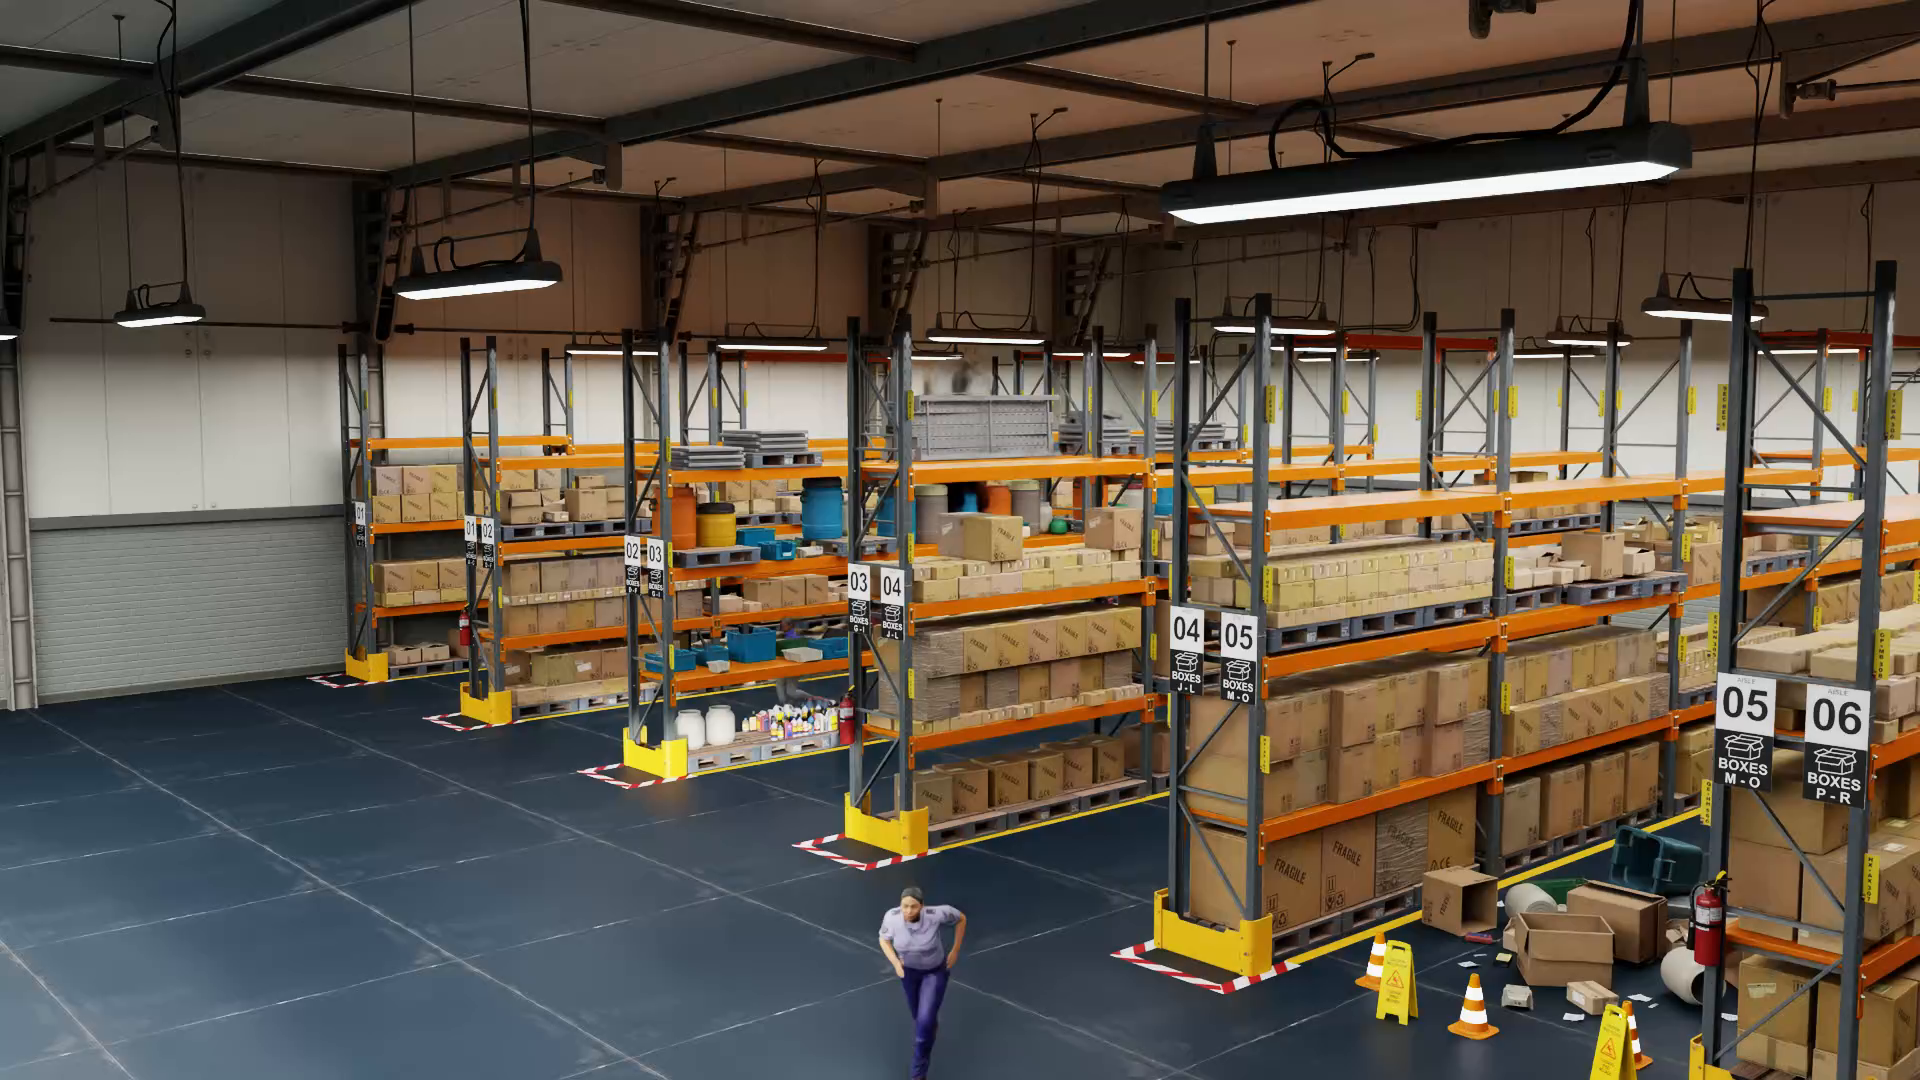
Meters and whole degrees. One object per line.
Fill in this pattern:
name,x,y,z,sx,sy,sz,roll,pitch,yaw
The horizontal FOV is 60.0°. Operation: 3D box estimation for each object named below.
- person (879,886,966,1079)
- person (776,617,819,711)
person,-0.261,3.293,12.538,0.648,1.612,0.963,1,5,10
person,-2.611,2.001,26.176,0.725,1.599,0.538,-2,5,-17
